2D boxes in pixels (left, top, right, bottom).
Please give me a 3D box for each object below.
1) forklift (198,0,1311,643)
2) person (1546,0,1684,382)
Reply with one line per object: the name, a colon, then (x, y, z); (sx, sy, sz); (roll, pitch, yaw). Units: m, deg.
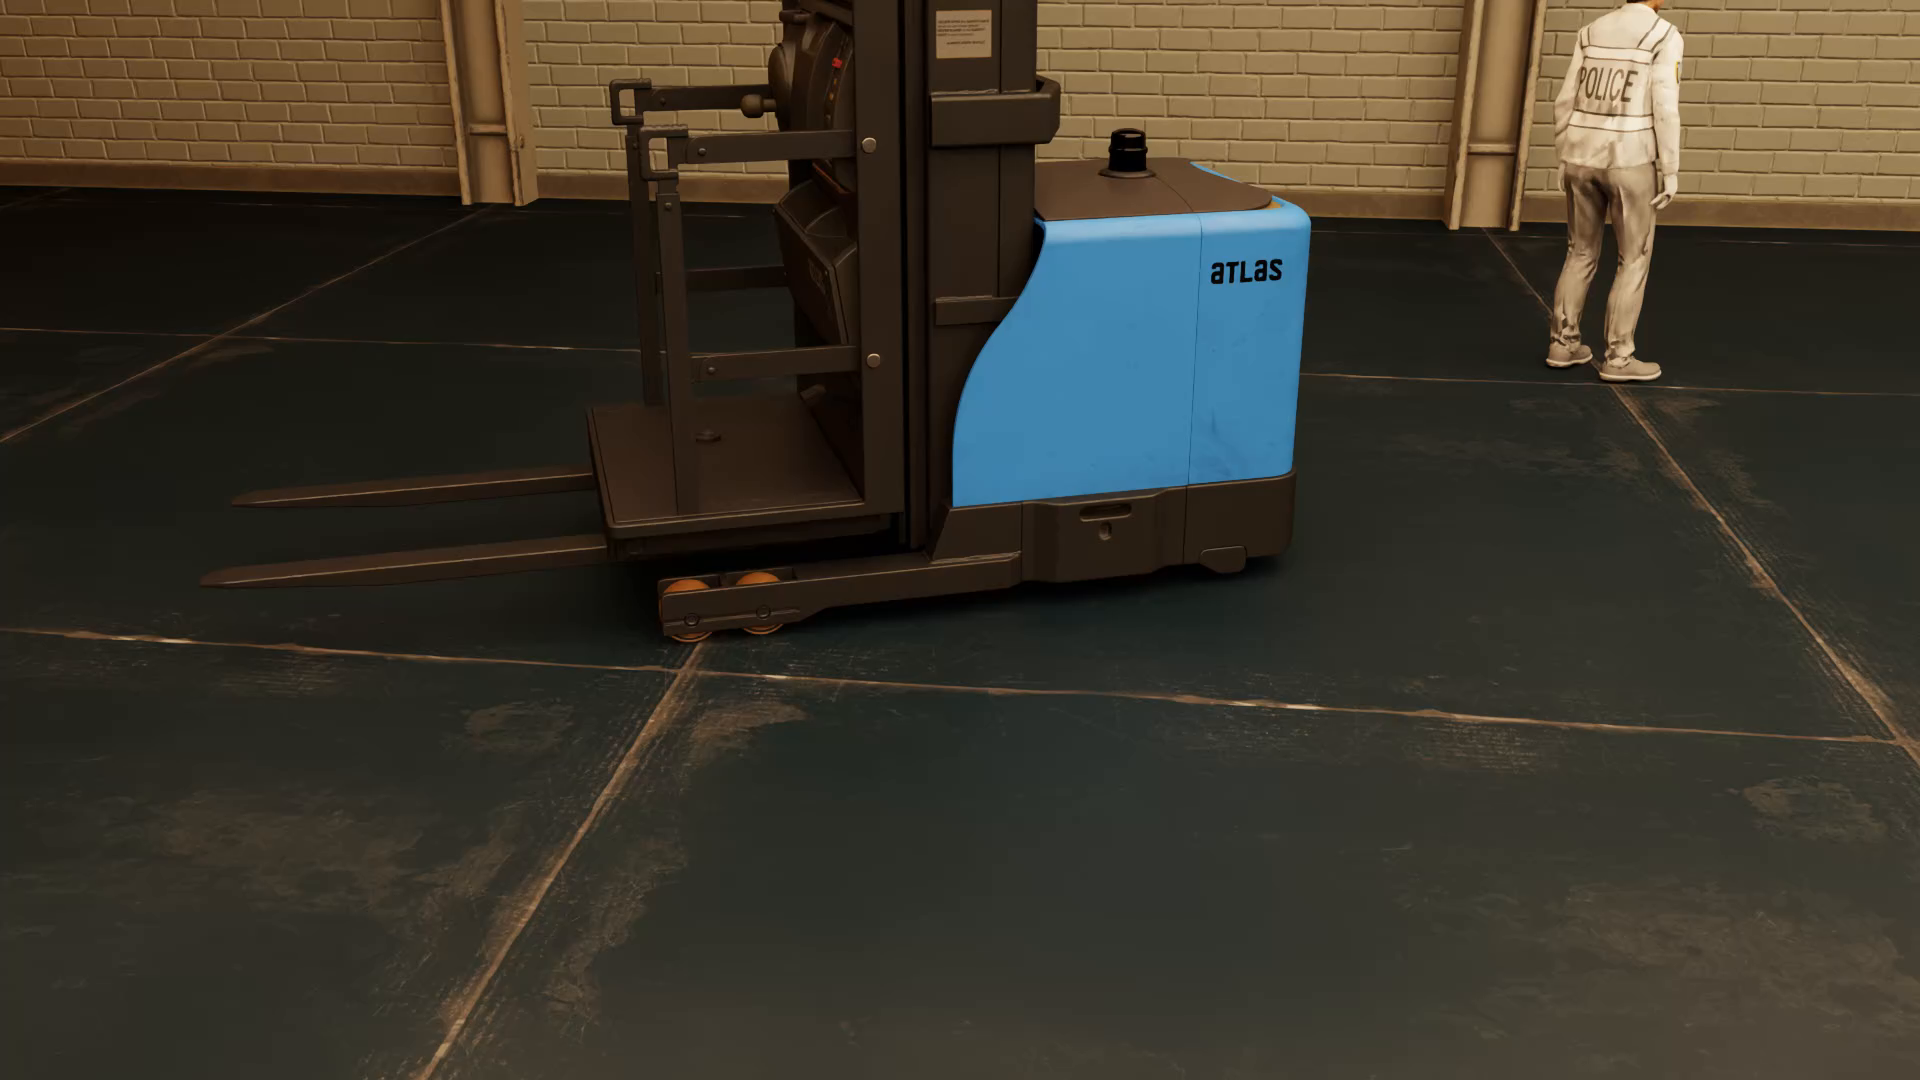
forklift: (-0.588, -1.301, 4.485); (3.031, 2.935, 1.130); (-6, 23, -14)
person: (2.612, -1.481, 6.633); (0.373, 1.662, 0.536); (-16, 27, -34)
